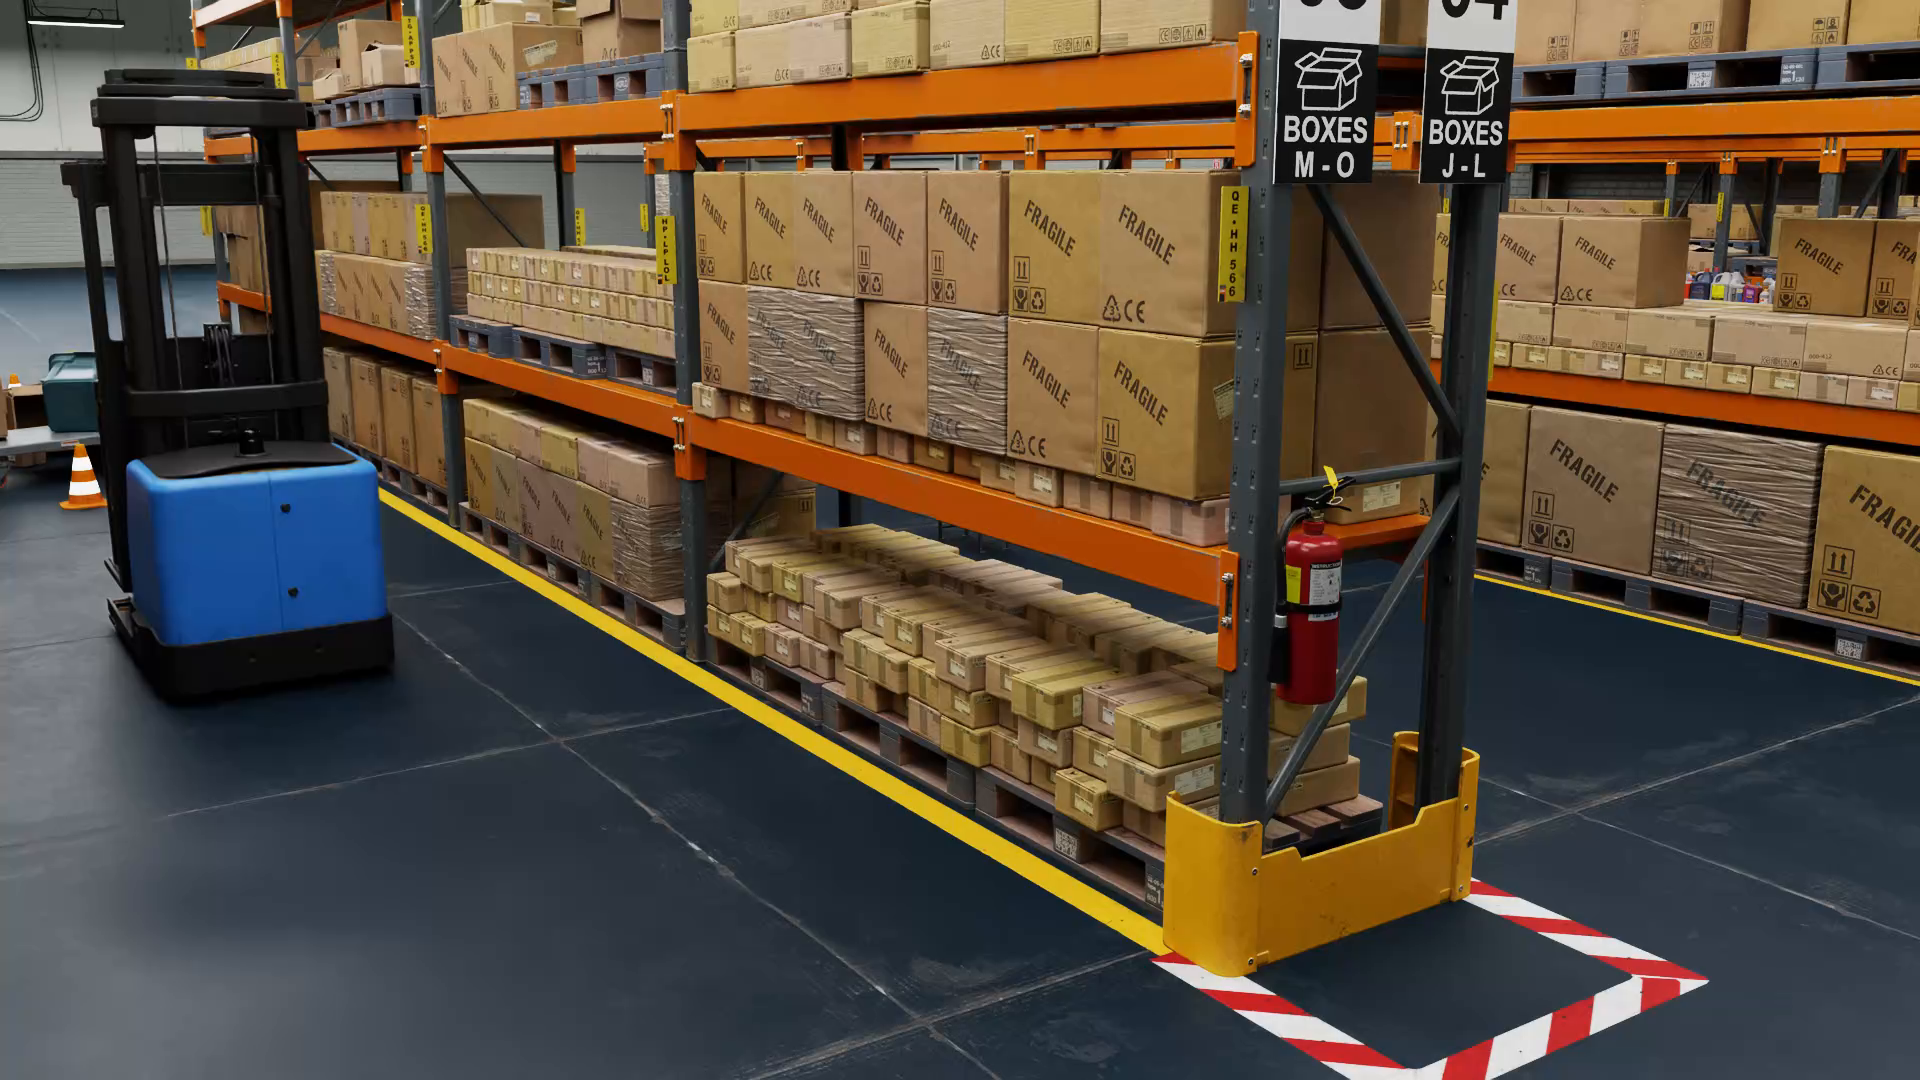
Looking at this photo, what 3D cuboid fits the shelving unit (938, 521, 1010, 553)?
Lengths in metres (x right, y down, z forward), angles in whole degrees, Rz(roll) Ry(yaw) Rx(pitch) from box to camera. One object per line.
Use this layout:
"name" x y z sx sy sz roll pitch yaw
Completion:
"shelving unit" 0.092 -0.557 11.099 0.258 1.200 0.503 -8 15 -33

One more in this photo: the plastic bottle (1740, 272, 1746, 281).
"plastic bottle" 7.008 -2.272 15.005 0.061 0.283 0.133 -8 15 -33

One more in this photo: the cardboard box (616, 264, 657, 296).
"cardboard box" -1.636 -1.416 9.026 0.380 0.149 0.250 -9 15 -35

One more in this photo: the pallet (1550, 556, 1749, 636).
"pallet" 4.261 0.254 9.704 1.003 0.211 1.213 -8 15 -33

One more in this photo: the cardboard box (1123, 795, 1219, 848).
"cardboard box" 0.791 0.930 5.779 0.380 0.149 0.250 -8 15 -32

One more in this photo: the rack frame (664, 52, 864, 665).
"rack frame" -0.960 -0.900 8.458 1.000 3.000 0.127 -8 15 -33

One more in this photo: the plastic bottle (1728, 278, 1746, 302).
"plastic bottle" 6.658 -2.092 14.197 0.152 0.276 0.135 -8 15 -33

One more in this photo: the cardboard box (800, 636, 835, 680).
"cardboard box" -0.515 0.515 7.677 0.380 0.149 0.250 -8 15 -34

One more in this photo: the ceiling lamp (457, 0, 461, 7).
"ceiling lamp" -9.618 -12.695 34.686 2.000 3.185 0.800 -8 15 -33

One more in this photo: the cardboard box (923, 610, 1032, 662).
"cardboard box" 0.072 0.407 6.779 0.380 0.149 0.250 -9 15 -35

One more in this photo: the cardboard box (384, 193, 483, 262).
"cardboard box" -3.984 -2.411 12.790 0.700 0.500 0.500 -8 15 -34

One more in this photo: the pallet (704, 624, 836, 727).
"pallet" -0.559 0.577 8.228 1.003 0.211 1.213 -8 15 -33

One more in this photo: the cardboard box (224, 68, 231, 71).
"cardboard box" -6.993 -4.530 16.471 0.500 0.250 0.500 -8 15 -33

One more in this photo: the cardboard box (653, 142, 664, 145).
"cardboard box" -3.372 -4.879 19.983 0.500 0.250 0.500 -8 14 -31

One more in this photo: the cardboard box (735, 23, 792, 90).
"cardboard box" -0.638 -2.091 7.231 0.500 0.250 0.500 -8 15 -34

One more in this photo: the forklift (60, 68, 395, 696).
"forklift" -4.041 -0.961 8.897 1.130 2.935 3.031 -8 15 -32

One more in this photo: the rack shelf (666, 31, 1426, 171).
"rack shelf" 0.148 -1.659 6.587 1.077 0.370 4.000 -8 15 -33

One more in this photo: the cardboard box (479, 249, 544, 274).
"cardboard box" -2.930 -1.832 10.931 0.380 0.149 0.250 -9 15 -34

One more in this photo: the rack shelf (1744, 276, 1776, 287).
"rack shelf" 10.366 -2.646 18.122 1.077 0.370 4.000 -8 15 -33

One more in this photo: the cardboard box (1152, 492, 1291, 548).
"cardboard box" 0.840 -0.091 5.344 0.380 0.149 0.250 -8 15 -33

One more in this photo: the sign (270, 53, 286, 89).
"sign" -5.854 -4.014 14.278 0.100 0.325 0.005 -8 15 -33

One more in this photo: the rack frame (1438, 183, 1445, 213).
"rack frame" 5.132 -2.767 16.994 1.000 3.000 0.127 -8 15 -33

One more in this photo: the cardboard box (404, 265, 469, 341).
"cardboard box" -3.649 -1.709 11.921 0.500 0.500 0.500 -8 15 -33

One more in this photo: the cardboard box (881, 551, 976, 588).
"cardboard box" -0.149 0.169 7.867 0.380 0.149 0.250 -8 14 -31

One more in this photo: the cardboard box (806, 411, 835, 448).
"cardboard box" -0.448 -0.509 7.254 0.380 0.149 0.250 -8 15 -32

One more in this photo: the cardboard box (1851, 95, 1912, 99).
"cardboard box" 10.098 -4.610 18.167 0.910 0.500 0.500 -8 15 -33

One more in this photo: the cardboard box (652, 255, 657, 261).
"cardboard box" -1.665 -1.675 10.214 0.380 0.149 0.250 -8 14 -31

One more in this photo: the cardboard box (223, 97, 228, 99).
"cardboard box" -7.126 -4.353 16.594 0.380 0.149 0.250 -8 15 -33

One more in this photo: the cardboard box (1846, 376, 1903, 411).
"cardboard box" 4.685 -0.751 8.361 0.380 0.149 0.250 -8 15 -33

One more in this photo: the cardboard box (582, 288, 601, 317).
"cardboard box" -1.925 -1.361 9.474 0.380 0.149 0.250 -9 15 -36

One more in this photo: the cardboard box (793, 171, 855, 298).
"cardboard box" -0.360 -1.290 6.970 0.500 0.500 0.500 -8 15 -32

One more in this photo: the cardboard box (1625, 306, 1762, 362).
"cardboard box" 4.097 -1.158 9.290 0.500 0.250 0.500 -8 15 -33

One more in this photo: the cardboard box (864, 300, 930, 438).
"cardboard box" -0.045 -0.704 6.628 0.500 0.500 0.500 -7 14 -30

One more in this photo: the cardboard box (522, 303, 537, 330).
"cardboard box" -2.498 -1.400 10.348 0.380 0.149 0.250 -8 14 -31

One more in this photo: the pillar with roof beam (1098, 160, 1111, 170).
"pillar with roof beam" -0.177 -9.896 35.549 9.100 9.000 0.548 -8 15 -33

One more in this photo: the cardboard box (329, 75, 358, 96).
"cardboard box" -4.833 -3.640 13.334 0.380 0.149 0.250 -8 15 -33

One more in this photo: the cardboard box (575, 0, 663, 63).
"cardboard box" -1.707 -2.912 9.409 0.797 0.503 0.637 -8 15 -34

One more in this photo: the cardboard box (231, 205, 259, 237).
"cardboard box" -6.857 -3.362 16.836 0.875 0.550 0.550 -8 15 -33

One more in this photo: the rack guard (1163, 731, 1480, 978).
"rack guard" 1.214 1.019 5.533 1.175 0.500 0.348 -8 15 -33

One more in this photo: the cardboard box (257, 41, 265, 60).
"cardboard box" -6.139 -4.426 15.064 0.380 0.149 0.250 -8 15 -33

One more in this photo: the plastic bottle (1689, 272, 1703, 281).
"plastic bottle" 6.767 -2.328 15.278 0.152 0.276 0.135 -8 15 -33

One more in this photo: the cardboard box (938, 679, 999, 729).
"cardboard box" 0.139 0.610 6.543 0.380 0.149 0.250 -8 15 -32

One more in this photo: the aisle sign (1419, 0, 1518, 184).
"aisle sign" 1.546 -1.481 5.030 0.394 0.787 0.004 -8 15 -33

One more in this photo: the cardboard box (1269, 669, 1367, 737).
"cardboard box" 1.249 0.575 6.011 0.380 0.149 0.250 -9 15 -35

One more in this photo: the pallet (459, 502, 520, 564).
"pallet" -2.745 -0.110 11.372 1.003 0.211 1.213 -8 15 -33

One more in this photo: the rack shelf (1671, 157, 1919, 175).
"rack shelf" 12.271 -5.409 23.739 1.077 0.370 4.000 -8 15 -33

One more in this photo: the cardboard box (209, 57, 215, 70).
"cardboard box" -7.409 -4.834 16.927 0.380 0.149 0.250 -8 15 -34

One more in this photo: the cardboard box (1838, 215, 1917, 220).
"cardboard box" 10.048 -3.323 18.318 0.700 0.500 0.500 -5 13 -22

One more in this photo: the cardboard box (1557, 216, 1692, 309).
"cardboard box" 3.836 -1.612 9.611 0.500 0.500 0.500 -9 15 -35

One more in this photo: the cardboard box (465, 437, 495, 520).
"cardboard box" -2.997 -0.440 11.220 0.500 0.500 0.500 -9 15 -35

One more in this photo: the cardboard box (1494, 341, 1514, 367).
"cardboard box" 3.404 -1.161 10.239 0.380 0.149 0.250 -8 14 -31

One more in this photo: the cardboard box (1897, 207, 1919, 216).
"cardboard box" 13.111 -4.286 22.675 0.700 0.500 0.500 -10 16 -39

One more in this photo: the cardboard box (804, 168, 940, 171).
"cardboard box" -0.884 -3.233 16.735 1.000 1.000 1.000 -8 15 -32
